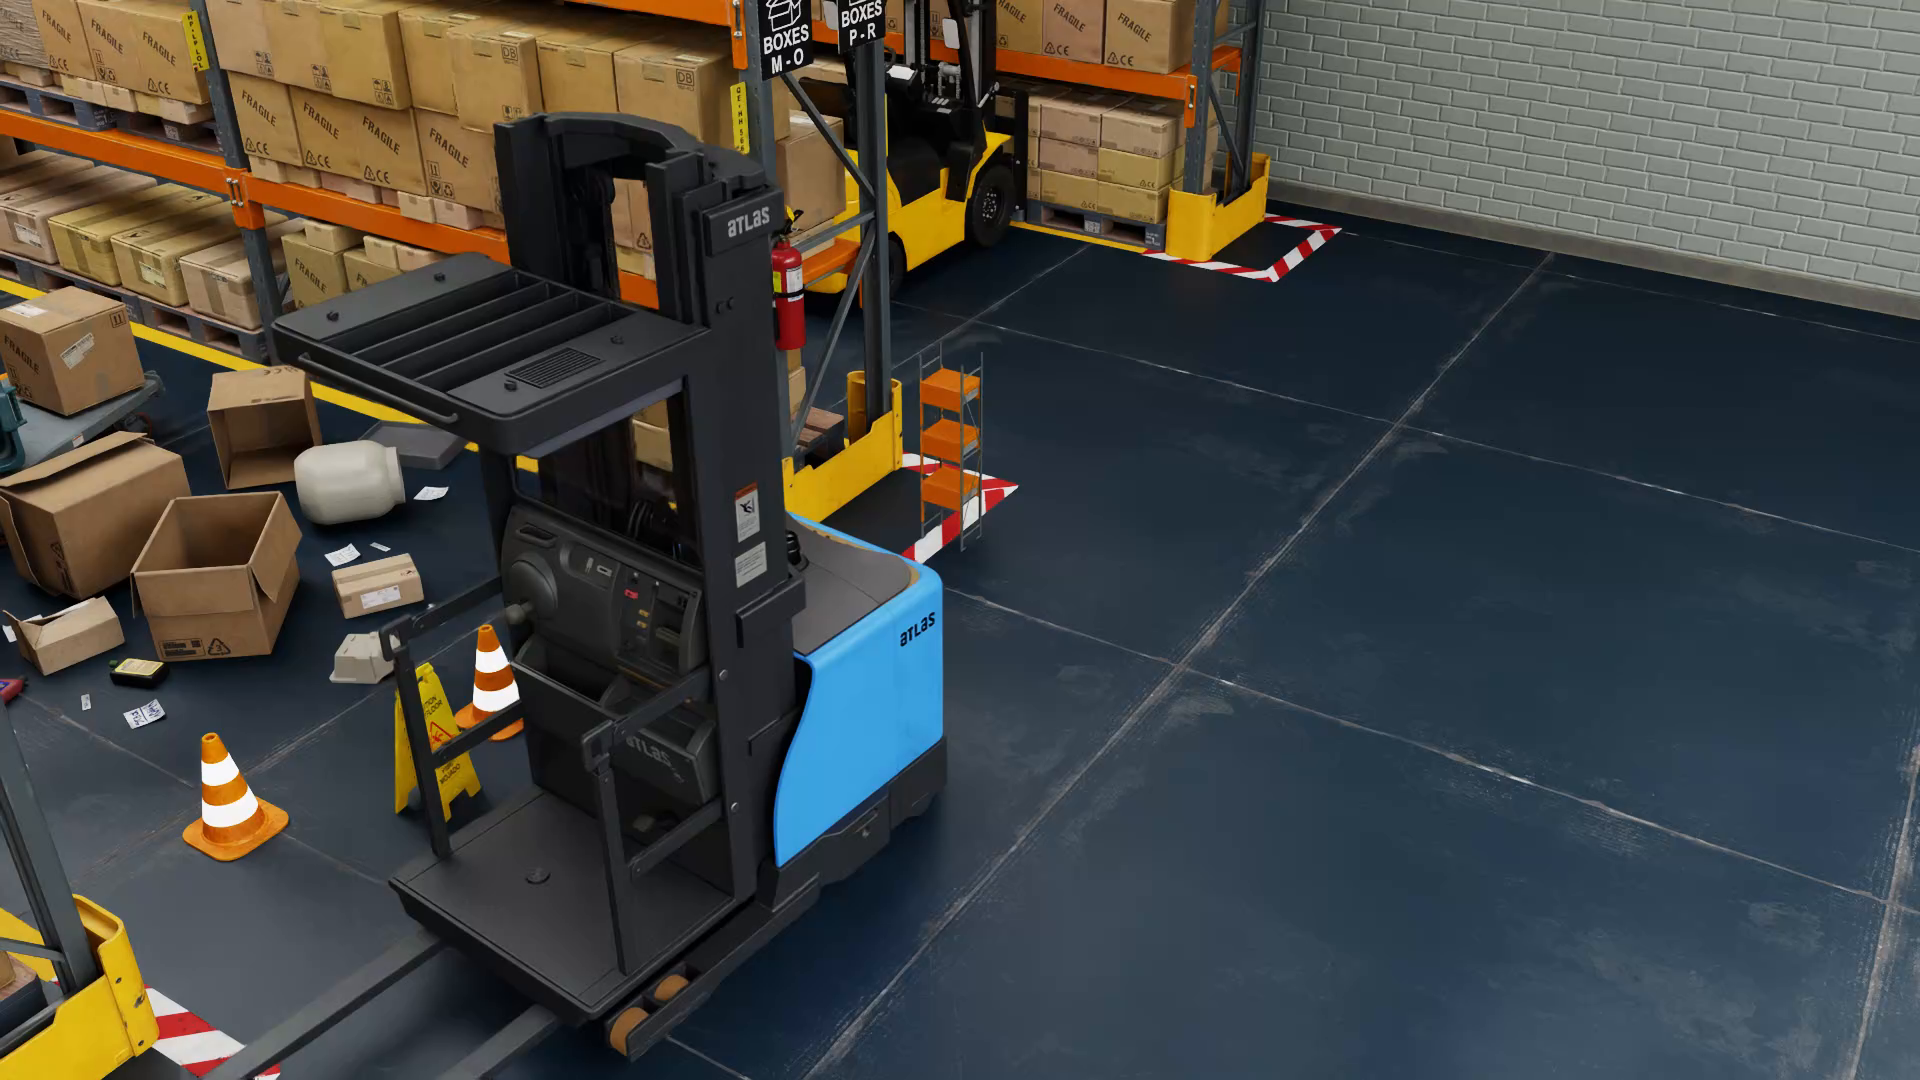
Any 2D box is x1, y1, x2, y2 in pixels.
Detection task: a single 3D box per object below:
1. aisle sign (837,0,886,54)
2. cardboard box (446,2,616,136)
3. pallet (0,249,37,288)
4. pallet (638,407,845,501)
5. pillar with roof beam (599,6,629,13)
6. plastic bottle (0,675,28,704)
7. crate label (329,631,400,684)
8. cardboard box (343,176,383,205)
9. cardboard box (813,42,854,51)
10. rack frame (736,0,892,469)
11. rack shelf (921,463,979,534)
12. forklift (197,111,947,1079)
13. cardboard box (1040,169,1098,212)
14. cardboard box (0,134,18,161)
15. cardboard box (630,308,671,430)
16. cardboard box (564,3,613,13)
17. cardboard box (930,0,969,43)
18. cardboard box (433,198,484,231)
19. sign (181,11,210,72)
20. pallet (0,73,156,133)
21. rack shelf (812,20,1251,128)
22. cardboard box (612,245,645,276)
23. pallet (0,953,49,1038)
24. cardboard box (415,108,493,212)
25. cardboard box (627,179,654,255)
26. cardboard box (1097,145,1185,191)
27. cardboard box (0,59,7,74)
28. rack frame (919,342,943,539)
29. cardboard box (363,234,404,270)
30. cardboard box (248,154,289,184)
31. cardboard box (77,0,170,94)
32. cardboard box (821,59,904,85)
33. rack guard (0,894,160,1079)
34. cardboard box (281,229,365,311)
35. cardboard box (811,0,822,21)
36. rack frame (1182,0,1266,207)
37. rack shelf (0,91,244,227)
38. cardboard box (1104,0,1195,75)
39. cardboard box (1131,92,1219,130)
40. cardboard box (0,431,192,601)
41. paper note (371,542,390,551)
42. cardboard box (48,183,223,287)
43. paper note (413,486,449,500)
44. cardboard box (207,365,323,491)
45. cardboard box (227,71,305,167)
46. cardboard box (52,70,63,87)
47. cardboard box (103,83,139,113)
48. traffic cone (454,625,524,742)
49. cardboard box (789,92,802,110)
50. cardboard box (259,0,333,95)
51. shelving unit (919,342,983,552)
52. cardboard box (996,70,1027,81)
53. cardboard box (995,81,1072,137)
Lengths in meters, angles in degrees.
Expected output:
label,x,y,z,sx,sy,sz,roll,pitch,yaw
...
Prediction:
label,x,y,z,sx,sy,sz,roll,pitch,yaw
aisle sign,-0.476,-2.755,7.916,0.004,0.787,0.394,18,35,27
cardboard box,-2.153,-2.395,8.493,0.500,0.500,0.700,17,34,27
pallet,-6.808,-2.245,12.389,1.213,0.211,1.003,18,35,27
pallet,-1.426,-0.565,9.510,1.213,0.211,1.003,18,35,27
pillar with roof beam,-5.538,-6.569,11.079,0.400,9.000,9.100,18,35,27
plastic bottle,-4.345,0.696,7.497,0.133,0.061,0.283,6,31,10
crate label,-2.744,0.536,7.696,0.298,0.136,0.250,1,30,2
cardboard box,-3.311,-2.074,9.577,0.250,0.149,0.380,19,35,29
cardboard box,-0.925,-4.084,14.093,0.500,0.250,0.500,18,35,28
rack frame,-0.693,-1.517,8.373,0.127,3.000,1.000,18,35,27
rack shelf,-0.045,-0.219,8.655,0.240,0.259,0.215,18,35,27
forklift,-1.343,0.227,5.452,1.130,2.935,3.031,21,36,31
cardboard box,0.961,-2.758,12.813,0.500,0.250,0.500,18,35,27
cardboard box,-8.009,-3.144,12.854,0.875,0.875,0.875,17,34,27
cardboard box,-1.510,-0.938,8.948,0.500,0.500,0.500,18,35,28
cardboard box,-3.754,-4.590,15.582,0.625,0.625,0.875,19,35,29
cardboard box,0.086,-4.109,12.718,0.500,0.500,0.500,18,35,28
cardboard box,-2.678,-1.856,9.204,0.250,0.149,0.380,17,34,27
sign,-4.373,-2.851,9.510,0.005,0.325,0.100,18,35,27
pallet,-5.770,-3.064,11.216,1.213,0.211,1.003,18,35,27
rack shelf,0.249,-3.861,13.106,4.000,0.370,1.077,18,35,27
cardboard box,-1.603,-1.515,8.620,0.250,0.149,0.380,17,34,27
pallet,-3.958,1.647,5.718,1.213,0.211,1.003,18,35,27
cardboard box,-2.562,-2.132,9.033,0.500,0.500,0.500,18,35,28
cardboard box,-1.299,-1.716,8.321,0.500,0.500,0.500,17,34,26
cardboard box,1.364,-2.843,12.462,0.500,0.250,0.500,17,34,27
cardboard box,-6.396,-3.269,11.210,0.250,0.149,0.380,20,36,30
rack frame,-0.148,-0.501,8.566,0.008,1.050,0.200,18,35,27
cardboard box,-3.214,-1.717,9.640,0.250,0.149,0.380,19,35,29
cardboard box,-3.984,-2.258,9.894,0.250,0.149,0.380,17,34,27
cardboard box,-5.015,-3.099,10.275,0.500,0.500,0.500,18,35,28
cardboard box,-0.774,-3.729,13.484,0.500,0.250,0.500,18,35,27
rack guard,-3.218,1.709,5.324,0.348,0.500,1.175,18,35,27
cardboard box,-3.725,-1.633,10.139,0.500,0.500,0.500,19,35,30
cardboard box,-1.208,-4.521,13.423,0.500,0.500,0.500,17,34,26
rack frame,1.943,-3.636,12.006,0.127,3.000,1.000,18,35,27
rack shelf,-5.775,-2.813,11.309,4.000,0.370,1.077,18,35,27
cardboard box,1.386,-3.699,12.015,0.500,0.500,0.500,17,34,26
cardboard box,1.636,-3.271,12.700,0.500,0.250,0.500,17,34,27
cardboard box,-4.323,-0.134,8.346,0.503,0.637,0.797,18,35,27
paper note,-3.026,0.036,8.678,0.123,0.001,0.032,18,35,27
cardboard box,-5.727,-2.151,11.651,0.625,0.372,0.950,19,35,29
paper note,-2.914,-0.262,9.168,0.148,0.019,0.142,6,31,10
cardboard box,-3.897,-0.642,9.352,0.500,0.500,0.500,-9,32,-15
cardboard box,-3.856,-2.523,9.704,0.500,0.500,0.500,17,35,27
cardboard box,-5.688,-3.075,10.877,0.250,0.149,0.380,16,34,26
cardboard box,-5.115,-2.813,10.428,0.250,0.149,0.380,17,34,27
traffic cone,-2.045,0.579,7.298,0.334,0.463,0.336,18,35,27
cardboard box,-1.199,-3.656,13.856,0.500,0.250,0.500,17,34,27
cardboard box,-3.402,-2.835,9.247,0.500,0.500,0.700,18,35,28
shelving unit,-0.045,-0.468,8.510,0.252,1.050,0.215,18,35,27
cardboard box,0.363,-3.682,13.405,0.500,0.250,0.500,17,34,26
cardboard box,0.519,-3.317,12.779,0.500,0.250,0.500,18,35,28
